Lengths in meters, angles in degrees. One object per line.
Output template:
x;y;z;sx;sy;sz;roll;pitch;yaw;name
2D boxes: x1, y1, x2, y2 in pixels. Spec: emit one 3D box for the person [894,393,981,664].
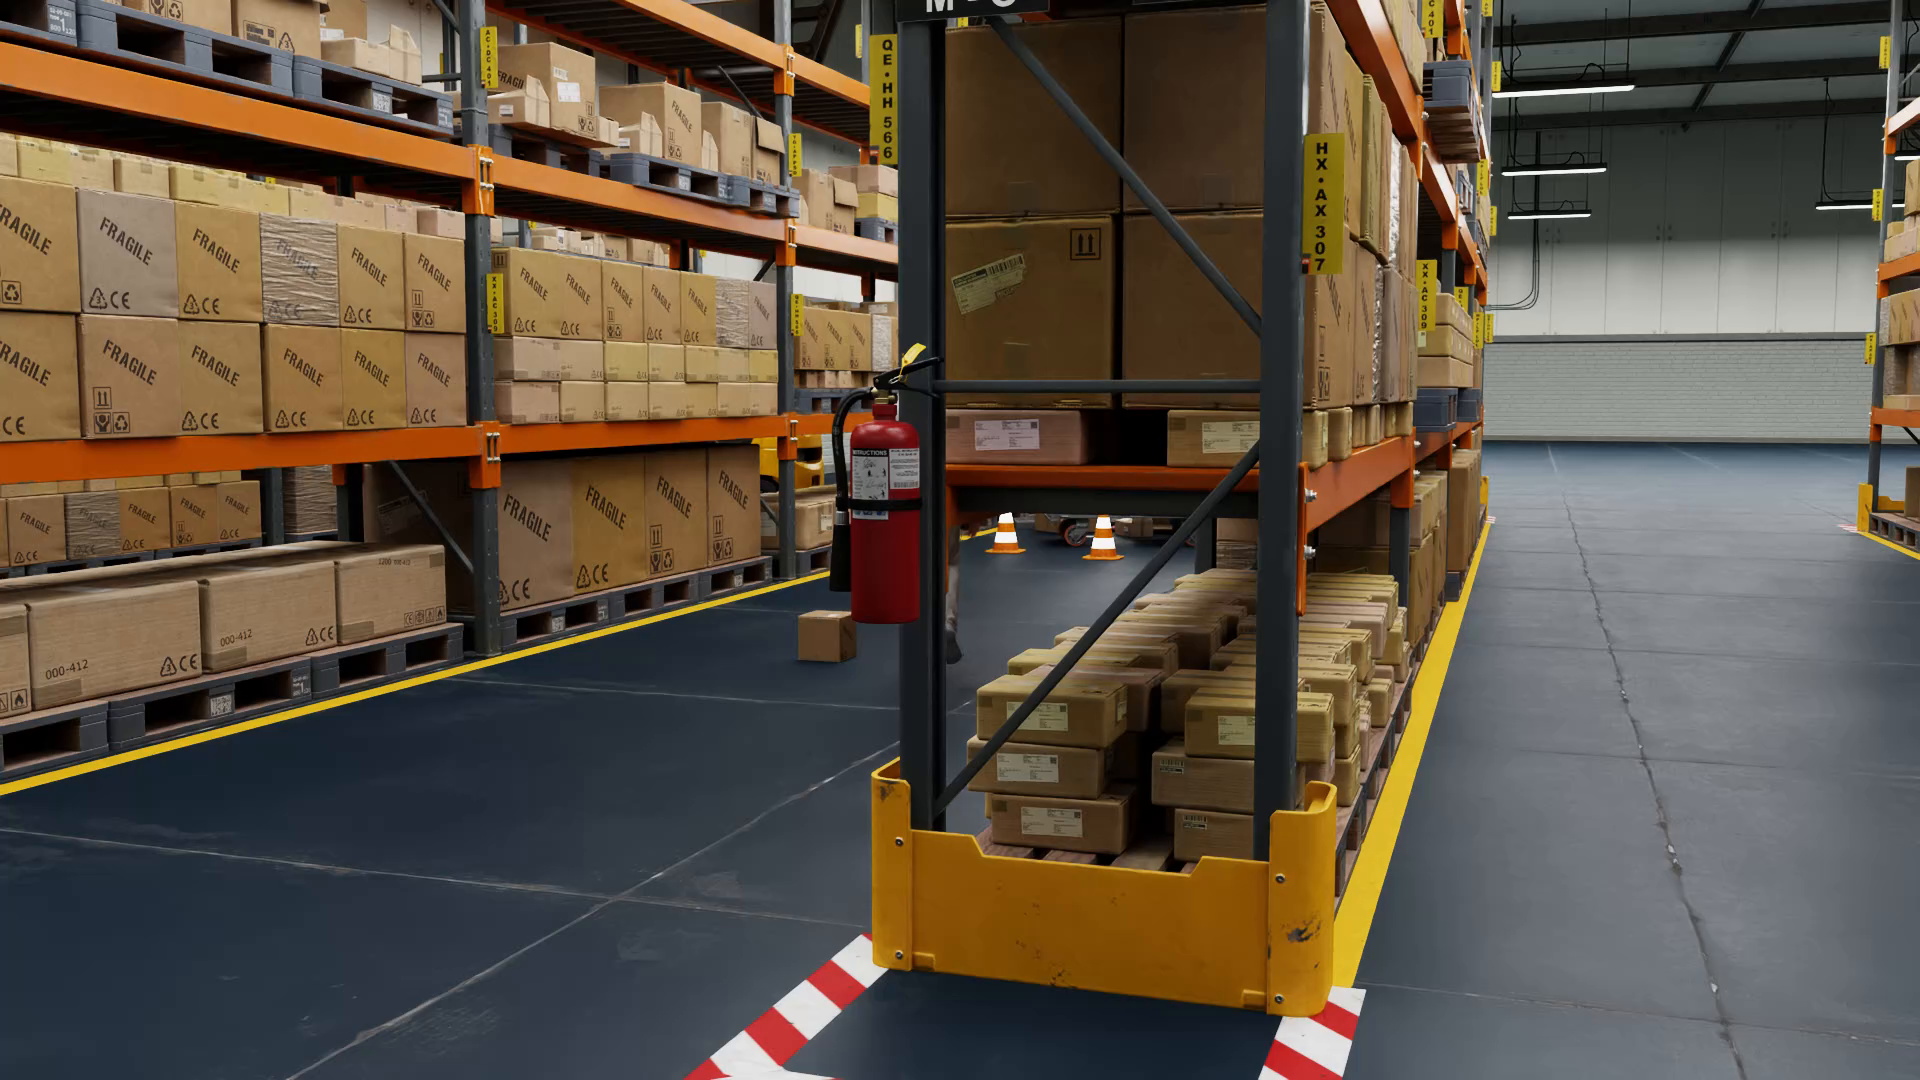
-0.200;-0.200;8.877;0.607;1.759;0.468;-1;5;-8;person
